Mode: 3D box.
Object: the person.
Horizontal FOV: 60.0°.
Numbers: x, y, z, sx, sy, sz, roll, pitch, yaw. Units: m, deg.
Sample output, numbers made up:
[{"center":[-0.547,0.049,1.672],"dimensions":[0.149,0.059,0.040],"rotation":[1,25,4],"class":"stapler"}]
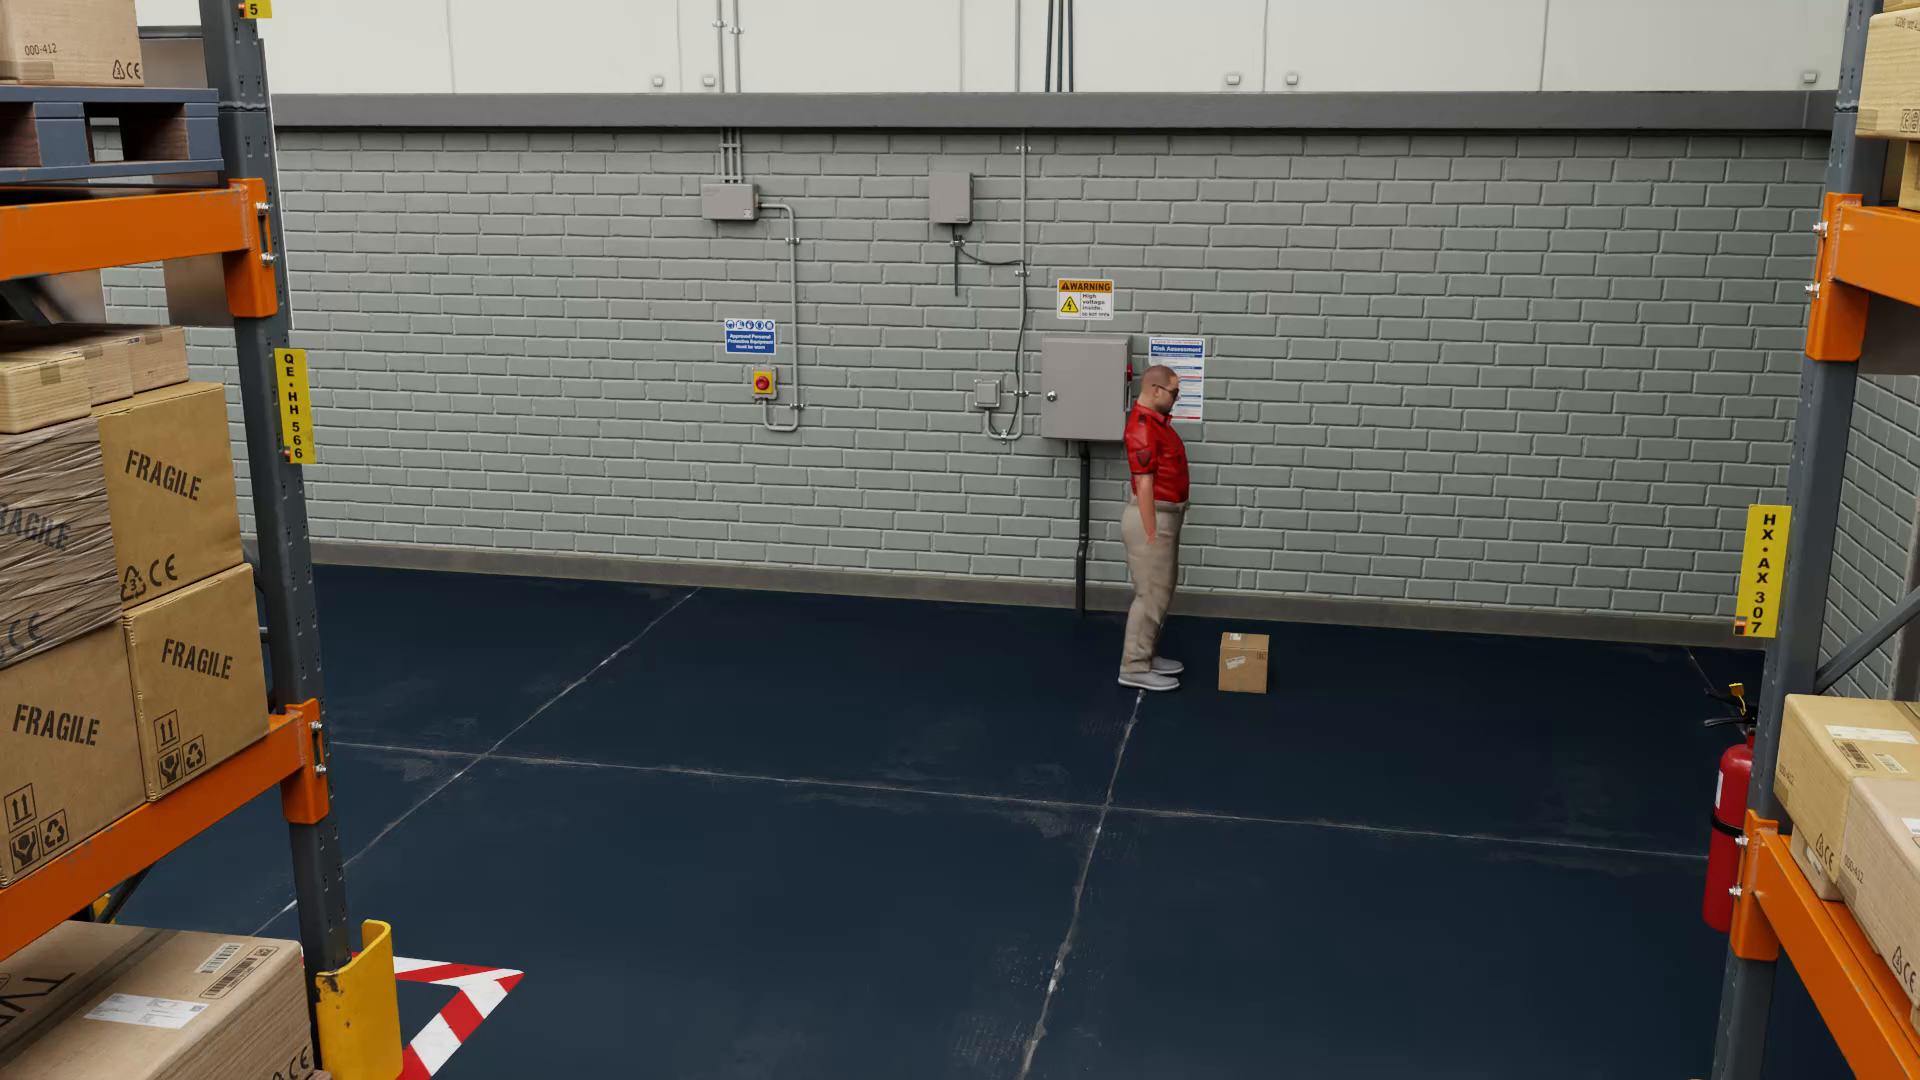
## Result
[{"center":[1.047,-0.079,8.874],"dimensions":[0.358,1.721,0.530],"rotation":[3,15,12],"class":"person"}]
